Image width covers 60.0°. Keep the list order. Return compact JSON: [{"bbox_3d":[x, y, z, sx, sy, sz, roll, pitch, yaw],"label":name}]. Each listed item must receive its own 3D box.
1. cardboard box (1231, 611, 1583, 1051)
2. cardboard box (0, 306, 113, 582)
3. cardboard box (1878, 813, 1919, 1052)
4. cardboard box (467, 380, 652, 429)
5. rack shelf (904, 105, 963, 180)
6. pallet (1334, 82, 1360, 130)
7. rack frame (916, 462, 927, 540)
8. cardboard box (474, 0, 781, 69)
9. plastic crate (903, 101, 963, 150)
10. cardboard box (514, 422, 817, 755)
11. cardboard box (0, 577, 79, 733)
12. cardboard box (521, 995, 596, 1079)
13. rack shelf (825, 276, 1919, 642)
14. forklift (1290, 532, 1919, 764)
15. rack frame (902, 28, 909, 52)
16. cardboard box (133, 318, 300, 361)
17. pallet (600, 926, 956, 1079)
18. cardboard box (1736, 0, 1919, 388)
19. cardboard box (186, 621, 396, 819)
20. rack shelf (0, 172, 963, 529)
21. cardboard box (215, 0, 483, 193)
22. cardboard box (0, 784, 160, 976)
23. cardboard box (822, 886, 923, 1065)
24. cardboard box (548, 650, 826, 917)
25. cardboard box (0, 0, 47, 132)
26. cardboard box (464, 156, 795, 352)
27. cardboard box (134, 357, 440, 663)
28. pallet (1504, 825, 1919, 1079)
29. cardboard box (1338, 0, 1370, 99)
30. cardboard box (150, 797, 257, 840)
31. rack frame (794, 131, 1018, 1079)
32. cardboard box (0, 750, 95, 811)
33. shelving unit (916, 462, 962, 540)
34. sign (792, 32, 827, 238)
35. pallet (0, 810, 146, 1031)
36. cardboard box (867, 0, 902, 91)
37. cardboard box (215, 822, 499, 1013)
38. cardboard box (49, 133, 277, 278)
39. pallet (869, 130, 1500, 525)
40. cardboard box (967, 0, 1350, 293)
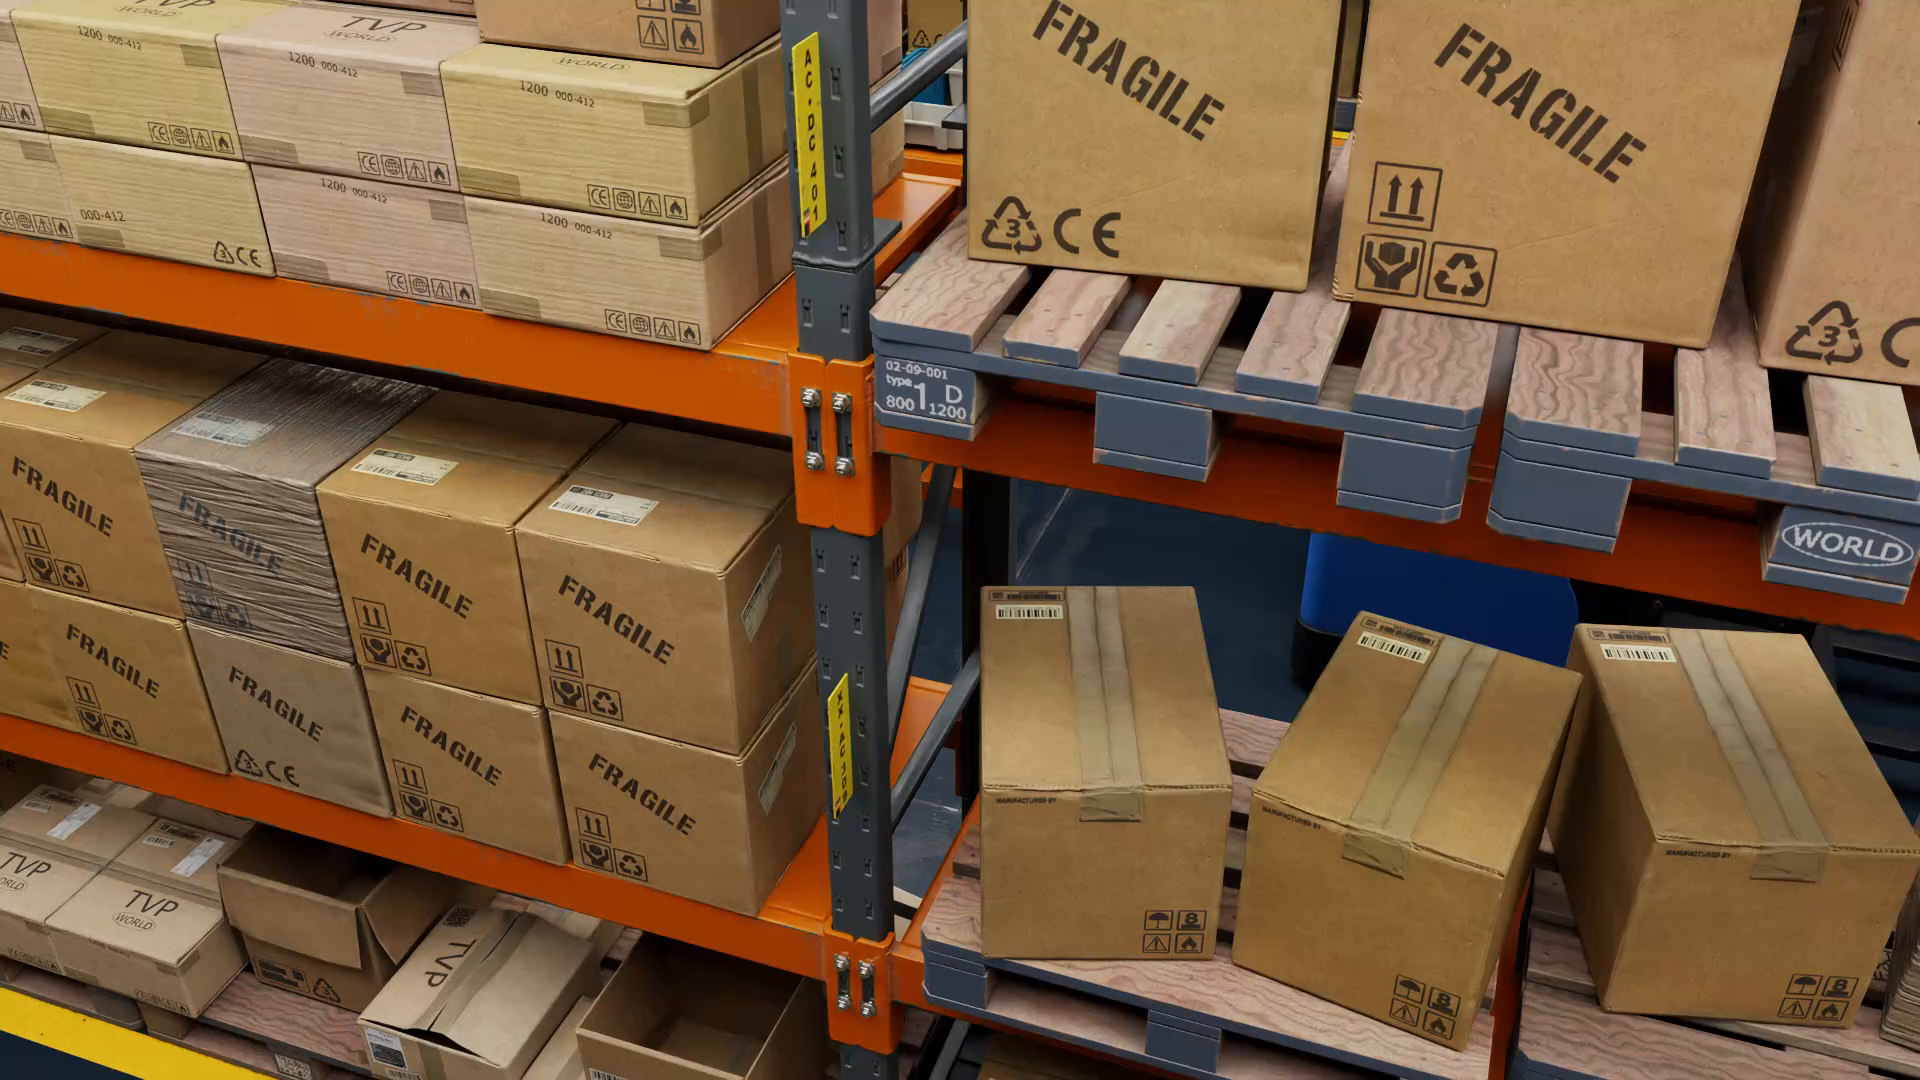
[{"bbox_3d":[0.965,0.597,3.580,0.500,0.500,0.700,17,36,24],"label":"cardboard box"},{"bbox_3d":[-2.547,-0.271,4.390,0.500,0.500,0.500,11,35,17],"label":"cardboard box"},{"bbox_3d":[2.264,0.713,3.402,0.500,0.500,0.700,18,37,25],"label":"cardboard box"},{"bbox_3d":[-0.909,-0.265,4.380,0.500,0.500,0.500,10,34,15],"label":"cardboard box"},{"bbox_3d":[-0.283,-2.071,8.855,4.000,0.370,1.077,11,34,16],"label":"rack shelf"},{"bbox_3d":[2.582,-3.544,13.044,1.213,0.211,1.003,11,34,16],"label":"pallet"},{"bbox_3d":[-0.165,-0.473,7.515,0.008,1.050,0.200,11,34,16],"label":"rack frame"},{"bbox_3d":[-0.545,-1.270,3.172,0.500,0.500,0.700,11,34,16],"label":"cardboard box"},{"bbox_3d":[-0.141,-2.087,8.404,0.466,0.136,0.293,11,34,16],"label":"plastic crate"},{"bbox_3d":[-0.638,0.099,3.817,0.500,0.500,0.500,11,34,17],"label":"cardboard box"},{"bbox_3d":[-2.552,0.148,4.663,0.500,0.500,0.500,11,34,16],"label":"cardboard box"},{"bbox_3d":[-1.080,1.537,4.827,0.250,0.149,0.380,11,34,16],"label":"cardboard box"},{"bbox_3d":[1.808,-0.070,2.991,4.000,0.370,1.077,11,34,16],"label":"rack shelf"},{"bbox_3d":[2.927,-0.591,5.964,3.031,2.935,1.130,12,35,18],"label":"forklift"},{"bbox_3d":[-0.494,-5.268,13.144,0.127,3.000,1.000,11,34,16],"label":"rack frame"},{"bbox_3d":[-1.879,-0.453,4.672,0.500,0.500,0.500,12,35,18],"label":"cardboard box"},{"bbox_3d":[-0.721,1.567,5.129,1.213,0.211,1.003,11,34,16],"label":"pallet"},{"bbox_3d":[1.631,-0.627,2.618,0.600,0.600,0.600,10,34,15],"label":"cardboard box"},{"bbox_3d":[-1.602,0.333,4.377,0.500,0.500,0.500,12,35,18],"label":"cardboard box"},{"bbox_3d":[-1.957,-0.802,4.125,4.000,0.370,1.077,11,34,16],"label":"rack shelf"},{"bbox_3d":[-1.093,-0.929,3.336,0.500,0.250,0.500,11,34,16],"label":"cardboard box"},{"bbox_3d":[-2.953,1.096,5.417,0.500,0.250,0.500,11,34,16],"label":"cardboard box"},{"bbox_3d":[-0.397,1.279,5.077,0.500,0.311,0.500,11,34,16],"label":"cardboard box"},{"bbox_3d":[-0.632,0.519,4.088,0.500,0.500,0.500,12,35,17],"label":"cardboard box"},{"bbox_3d":[-2.034,-1.114,3.622,0.500,0.250,0.500,11,34,16],"label":"cardboard box"},{"bbox_3d":[-0.622,-0.629,3.331,0.500,0.250,0.500,11,34,16],"label":"cardboard box"},{"bbox_3d":[-1.595,-0.086,4.103,0.500,0.500,0.500,11,35,17],"label":"cardboard box"},{"bbox_3d":[1.859,0.981,3.643,1.213,0.211,1.003,11,34,16],"label":"pallet"},{"bbox_3d":[2.677,-3.982,12.723,0.875,0.875,0.875,11,34,16],"label":"cardboard box"},{"bbox_3d":[-2.361,0.923,5.685,0.500,0.250,0.500,11,34,16],"label":"cardboard box"},{"bbox_3d":[-0.075,0.522,4.177,0.127,3.000,1.000,11,34,16],"label":"rack frame"},{"bbox_3d":[-3.245,0.629,5.910,0.500,0.500,0.500,11,34,16],"label":"cardboard box"},{"bbox_3d":[-0.050,-0.451,7.480,0.252,1.050,0.215,11,34,16],"label":"shelving unit"},{"bbox_3d":[-0.250,-0.677,2.792,0.005,0.325,0.100,11,34,16],"label":"sign"},{"bbox_3d":[-3.018,1.121,5.820,1.213,0.211,1.003,11,34,16],"label":"pallet"},{"bbox_3d":[-0.448,-1.101,3.603,0.500,0.250,0.500,11,34,16],"label":"cardboard box"},{"bbox_3d":[-1.845,1.044,5.263,0.637,0.503,0.797,11,34,16],"label":"cardboard box"},{"bbox_3d":[-1.563,-0.813,3.616,0.500,0.250,0.500,11,34,16],"label":"cardboard box"},{"bbox_3d":[0.516,-0.504,3.174,1.003,0.211,1.213,11,34,16],"label":"pallet"},{"bbox_3d":[0.375,-0.869,2.994,0.600,0.600,0.600,8,34,12],"label":"cardboard box"}]
